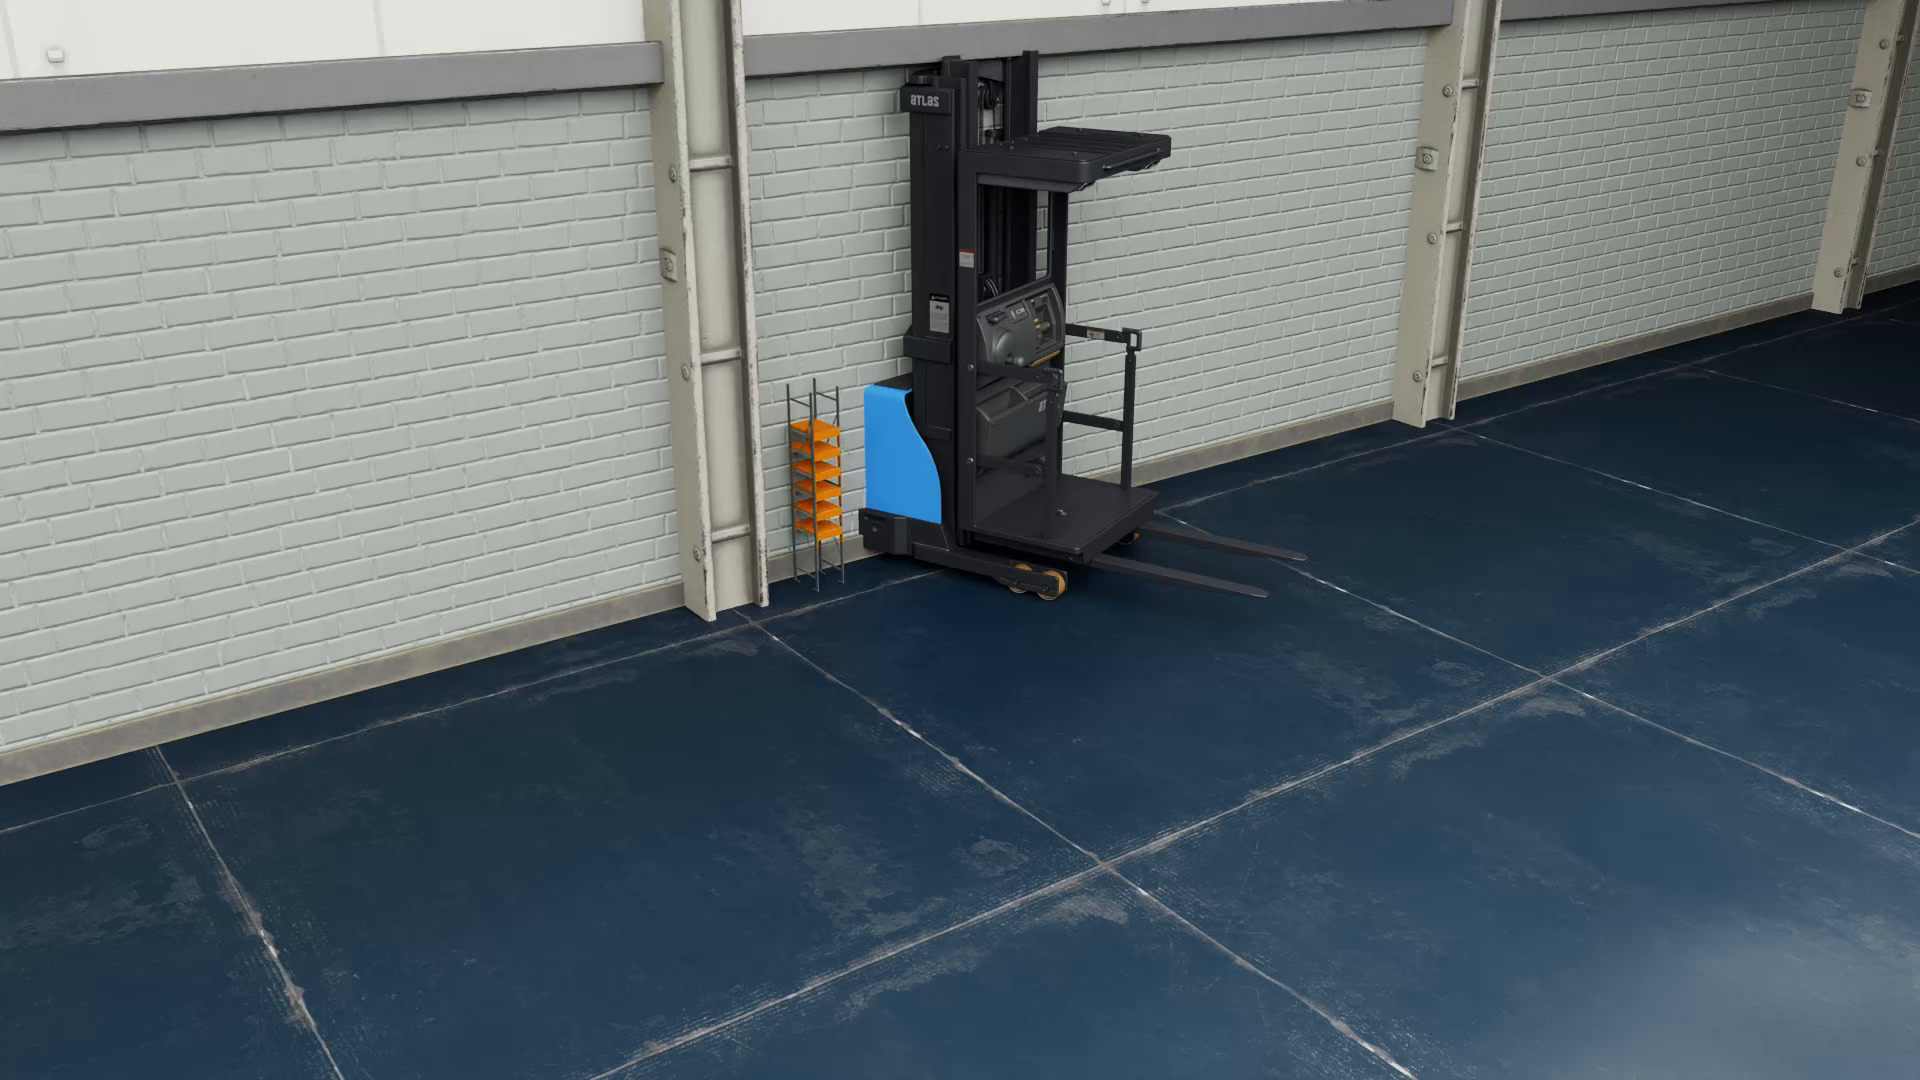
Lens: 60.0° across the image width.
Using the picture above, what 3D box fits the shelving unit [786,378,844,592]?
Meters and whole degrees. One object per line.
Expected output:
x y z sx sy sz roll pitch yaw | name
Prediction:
-0.829 -0.312 9.559 0.189 1.200 0.258 -18 28 -37 | shelving unit

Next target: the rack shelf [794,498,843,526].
-0.829 -0.159 9.620 0.180 0.103 0.258 -18 28 -37 | rack shelf

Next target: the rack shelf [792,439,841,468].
-0.829 -0.493 9.486 0.180 0.103 0.258 -18 28 -37 | rack shelf

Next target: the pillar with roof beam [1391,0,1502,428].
6.051 -3.818 7.822 0.400 9.000 9.100 -15 26 -33 | pillar with roof beam

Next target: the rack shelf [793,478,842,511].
-0.829 -0.271 9.575 0.180 0.103 0.258 -18 28 -37 | rack shelf

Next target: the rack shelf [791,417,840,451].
-0.829 -0.605 9.442 0.180 0.103 0.258 -18 28 -37 | rack shelf

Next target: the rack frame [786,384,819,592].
-0.898 -0.290 9.504 0.006 1.200 0.240 -18 28 -37 | rack frame

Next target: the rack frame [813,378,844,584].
-0.759 -0.334 9.614 0.006 1.200 0.240 -18 28 -37 | rack frame

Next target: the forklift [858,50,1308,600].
0.536 -1.241 9.552 3.031 2.935 1.130 13 25 29 | forklift

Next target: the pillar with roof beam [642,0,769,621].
1.180 -2.519 4.567 0.400 9.000 9.100 -15 26 -33 | pillar with roof beam

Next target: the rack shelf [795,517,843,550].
-0.829 -0.048 9.664 0.180 0.103 0.258 -18 28 -37 | rack shelf

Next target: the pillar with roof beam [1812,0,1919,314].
10.921 -5.116 11.077 0.400 9.000 9.100 -15 26 -33 | pillar with roof beam

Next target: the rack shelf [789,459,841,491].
-0.829 -0.382 9.531 0.180 0.103 0.258 -18 28 -37 | rack shelf
